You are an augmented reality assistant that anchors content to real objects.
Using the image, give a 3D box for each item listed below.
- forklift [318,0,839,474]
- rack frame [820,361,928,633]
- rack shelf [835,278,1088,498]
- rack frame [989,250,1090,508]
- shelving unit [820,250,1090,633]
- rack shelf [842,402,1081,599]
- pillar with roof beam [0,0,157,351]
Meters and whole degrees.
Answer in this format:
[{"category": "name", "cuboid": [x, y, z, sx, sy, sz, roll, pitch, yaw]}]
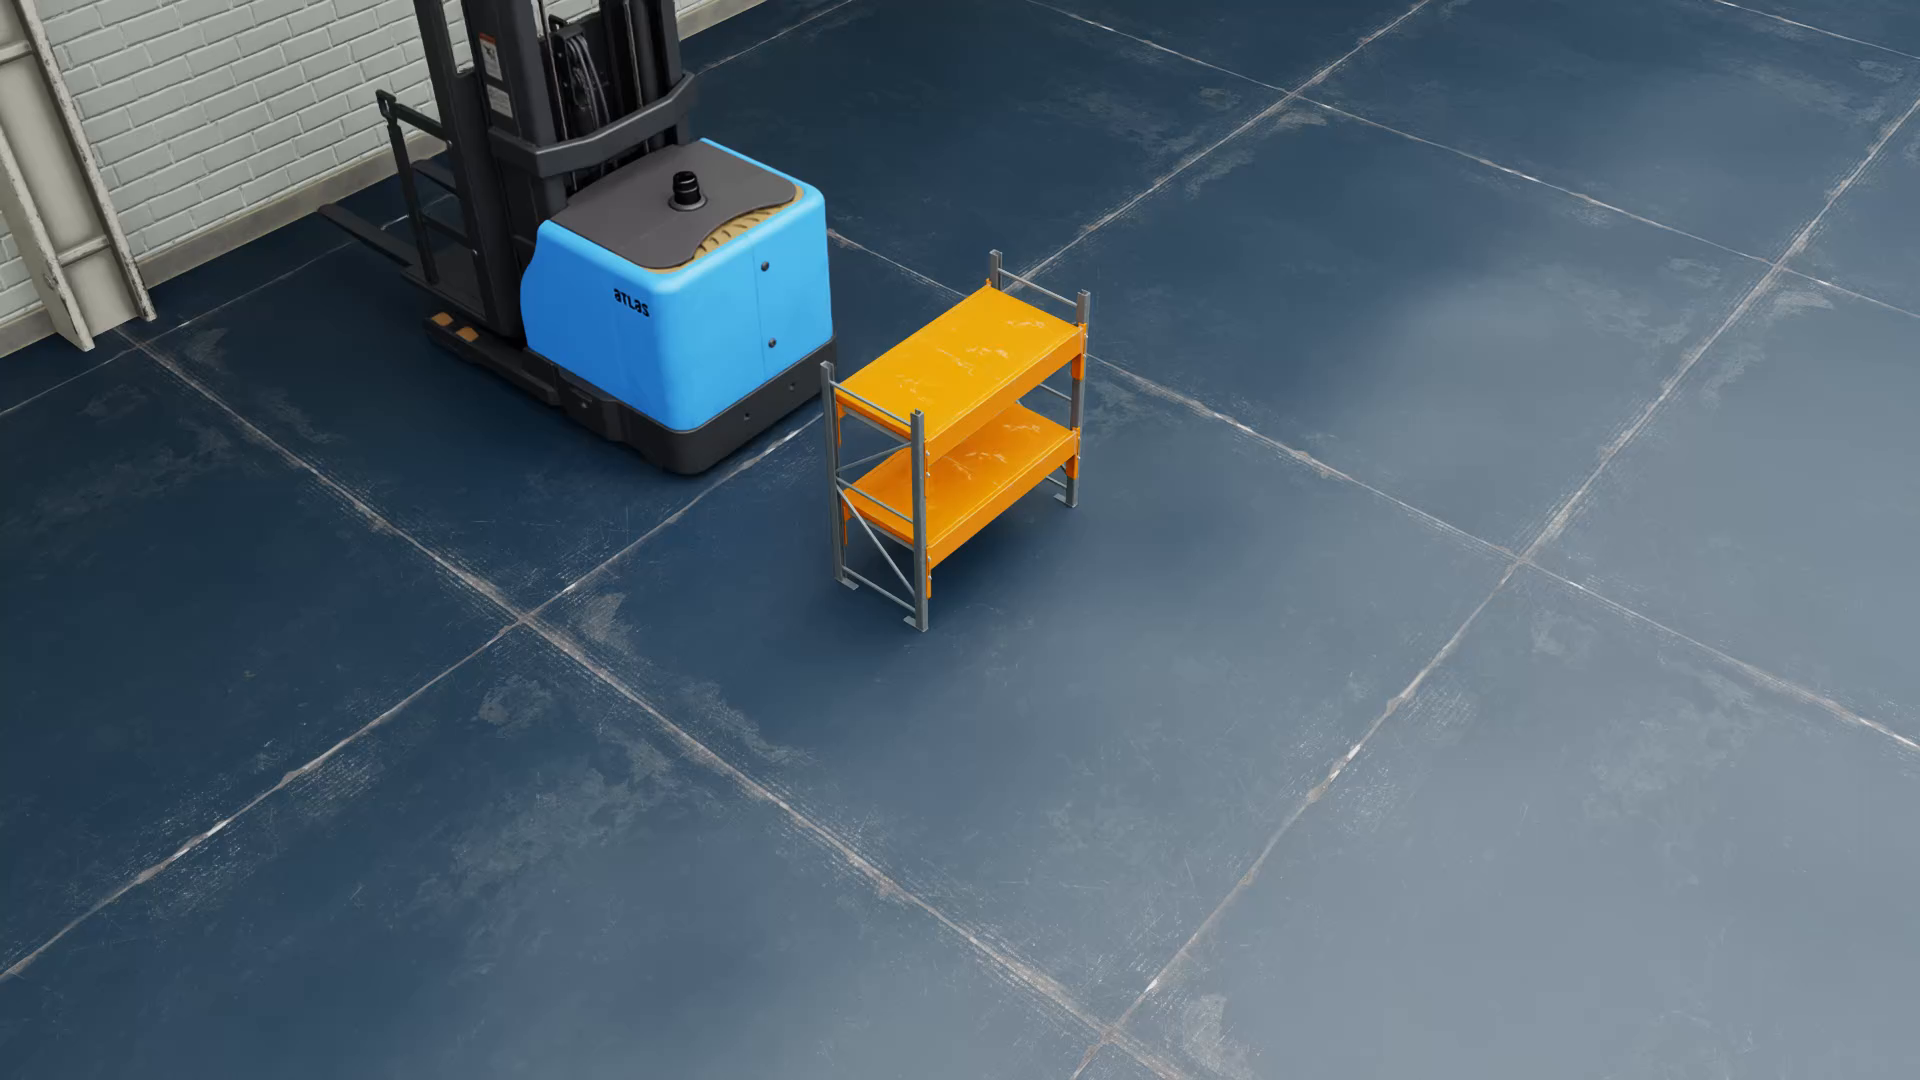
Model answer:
[{"category": "forklift", "cuboid": [-2.045, -2.215, 7.507, 3.031, 2.935, 1.130, 29, 50, 28]}, {"category": "rack frame", "cuboid": [-0.332, -0.151, 6.580, 0.500, 1.125, 0.032, 29, 50, 28]}, {"category": "rack shelf", "cuboid": [-0.004, -0.629, 6.671, 0.538, 0.278, 1.000, 29, 50, 28]}, {"category": "rack frame", "cuboid": [0.323, -0.674, 7.156, 0.500, 1.125, 0.032, 29, 50, 28]}, {"category": "shelving unit", "cuboid": [-0.004, -0.413, 6.868, 0.538, 1.125, 1.048, 29, 50, 28]}, {"category": "rack shelf", "cuboid": [-0.004, -0.232, 7.032, 0.538, 0.278, 1.000, 29, 50, 28]}, {"category": "pillar with roof beam", "cuboid": [-1.053, -2.570, 3.388, 9.100, 9.000, 0.400, 29, 50, 28]}]
